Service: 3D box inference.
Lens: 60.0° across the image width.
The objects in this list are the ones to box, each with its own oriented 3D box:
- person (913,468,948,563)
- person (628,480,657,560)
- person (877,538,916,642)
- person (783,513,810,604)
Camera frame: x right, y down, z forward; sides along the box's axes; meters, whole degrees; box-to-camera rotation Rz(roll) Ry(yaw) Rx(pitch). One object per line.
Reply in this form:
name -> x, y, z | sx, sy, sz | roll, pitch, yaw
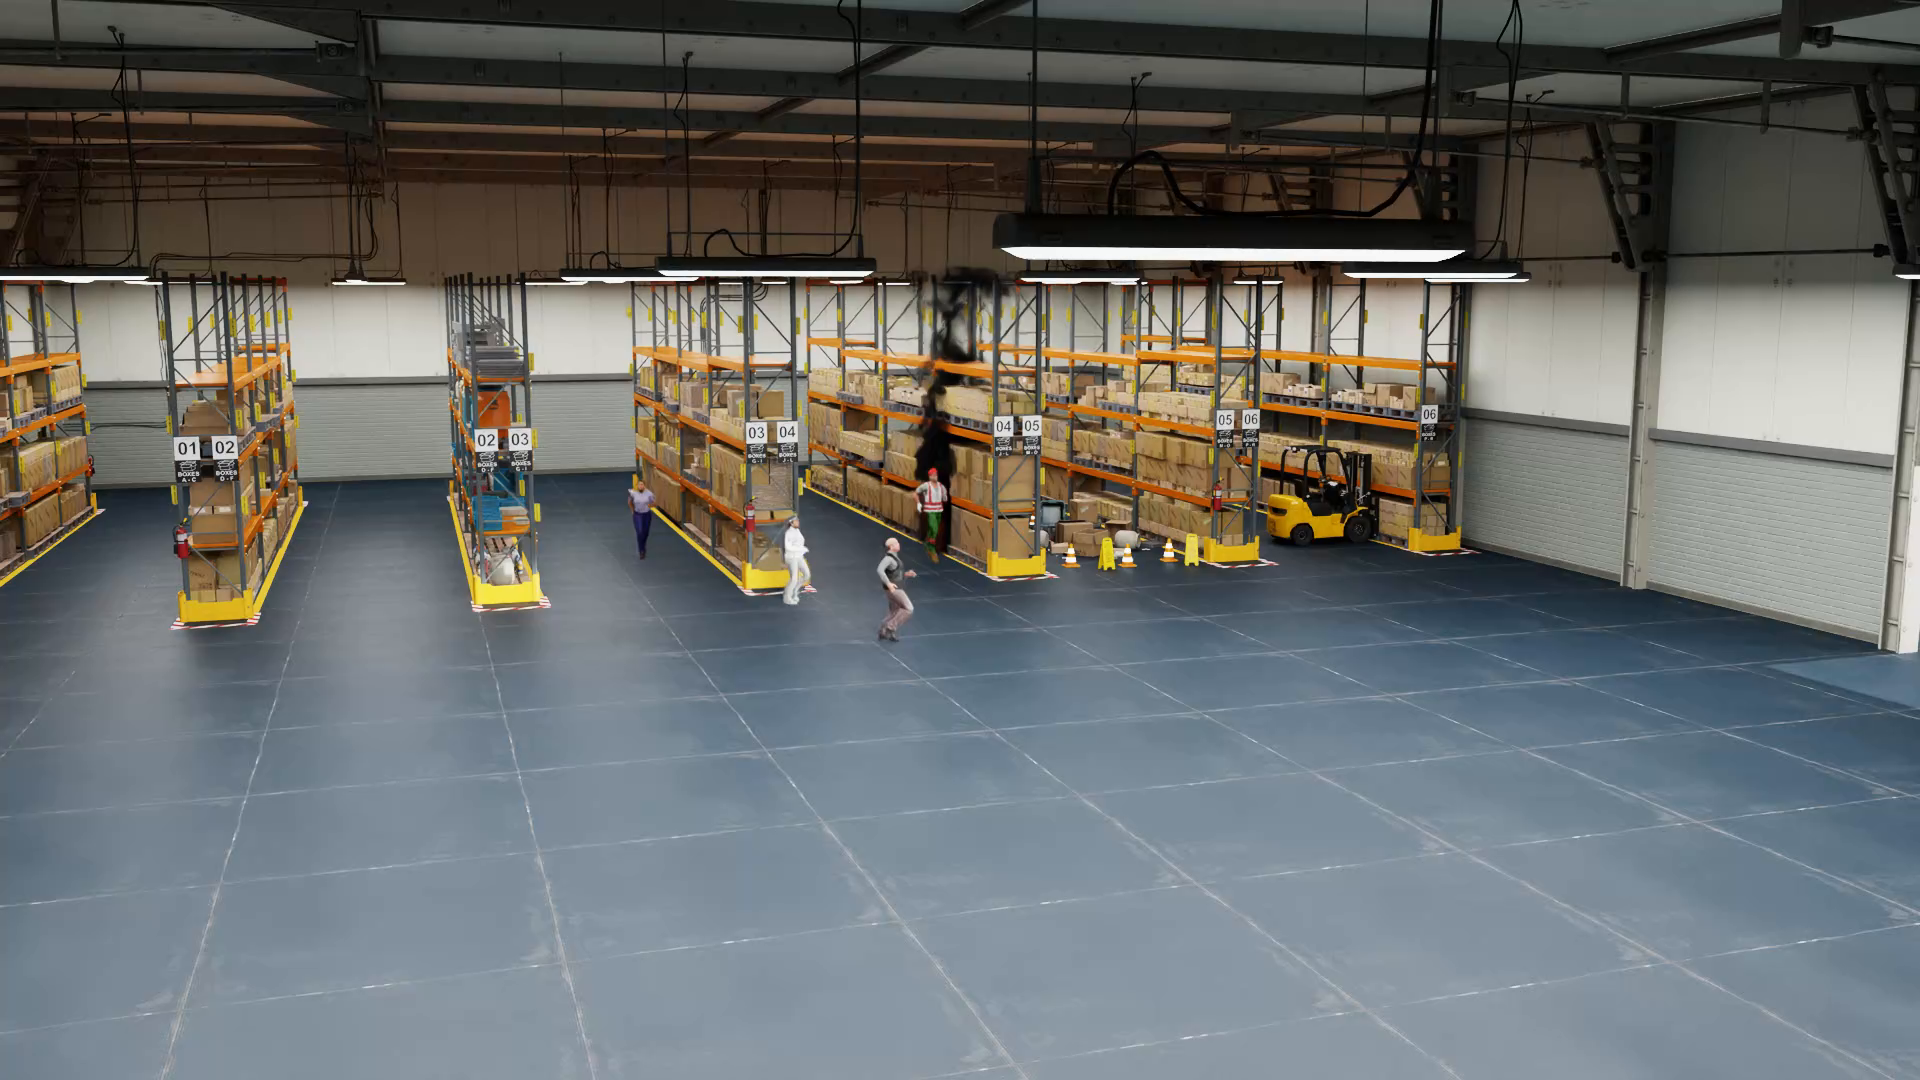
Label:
person -> -0.524, -0.504, 33.662 | 0.641, 1.891, 0.734 | -7, 11, -39
person -> -6.792, -0.450, 35.683 | 0.587, 1.671, 0.849 | -3, 9, -19
person -> -1.035, 0.808, 27.043 | 0.653, 1.684, 0.636 | 0, 9, 0
person -> -2.961, 0.339, 30.359 | 0.568, 1.679, 0.655 | 4, 9, 22
